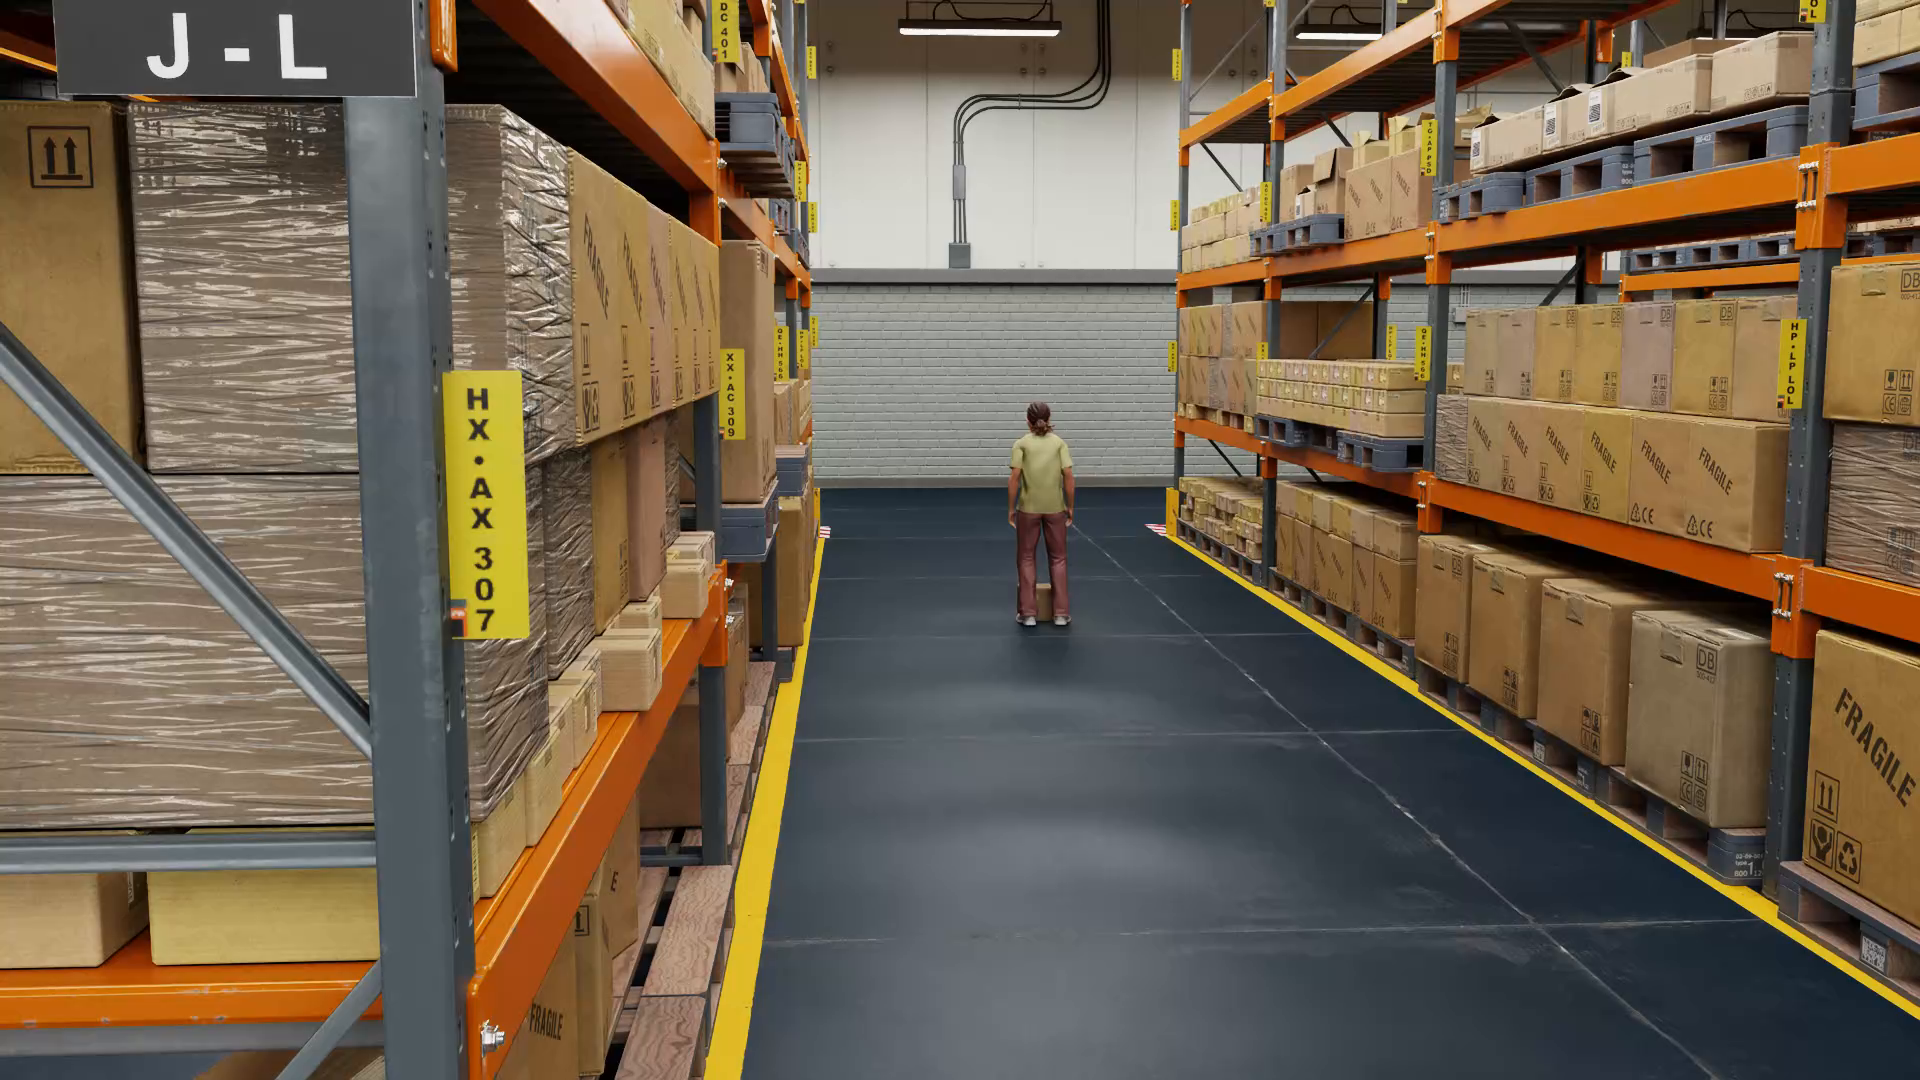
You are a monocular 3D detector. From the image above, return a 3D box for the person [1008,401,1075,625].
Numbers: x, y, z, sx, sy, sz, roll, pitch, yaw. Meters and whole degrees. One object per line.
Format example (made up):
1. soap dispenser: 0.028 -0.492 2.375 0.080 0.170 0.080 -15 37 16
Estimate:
1. person: 0.601 -0.200 12.401 0.499 1.673 0.354 0 7 -4
